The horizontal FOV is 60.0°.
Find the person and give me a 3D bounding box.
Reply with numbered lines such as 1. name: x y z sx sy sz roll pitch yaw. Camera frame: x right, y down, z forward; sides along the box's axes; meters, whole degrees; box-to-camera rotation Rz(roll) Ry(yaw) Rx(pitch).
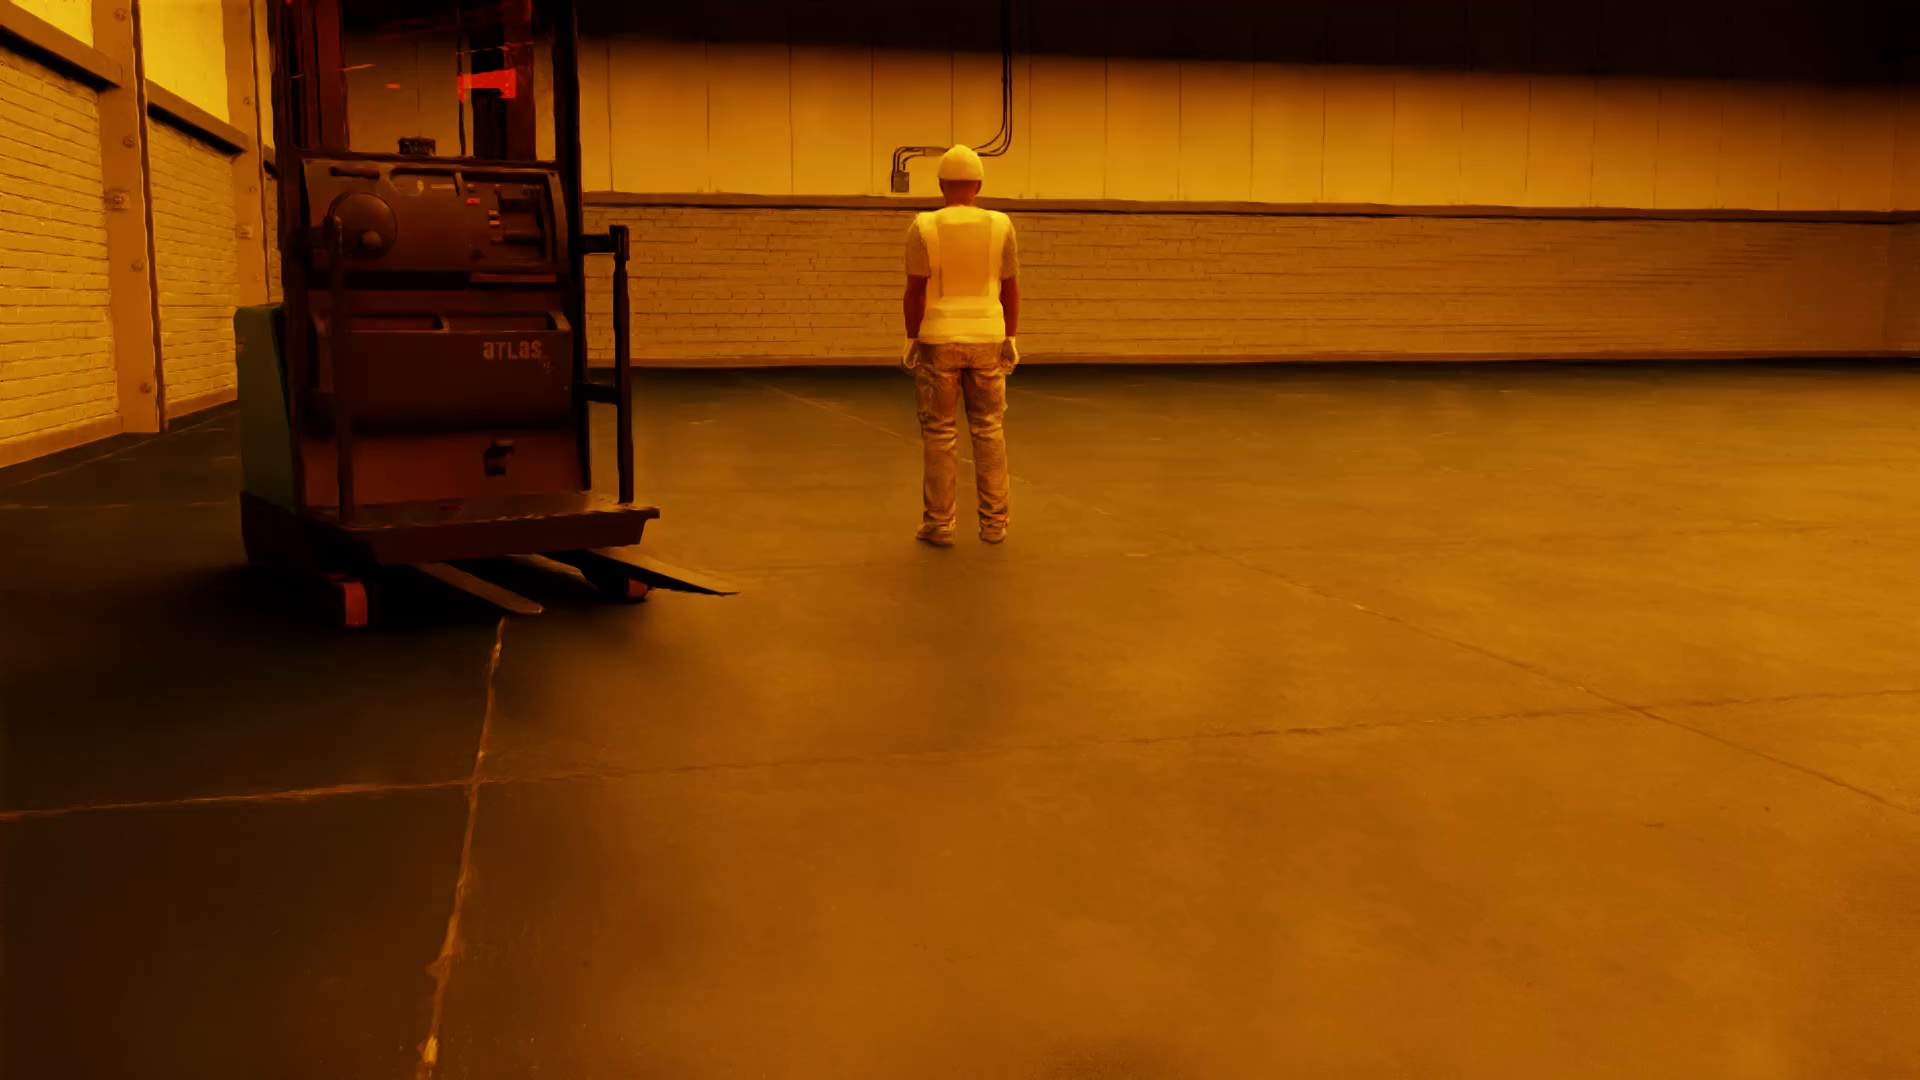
1. person: -0.004 -0.887 7.596 0.546 1.790 0.365 -2 8 -13

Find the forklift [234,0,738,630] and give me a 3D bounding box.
1. forklift: -1.781 -1.226 5.891 1.130 2.935 3.031 -5 10 -33
